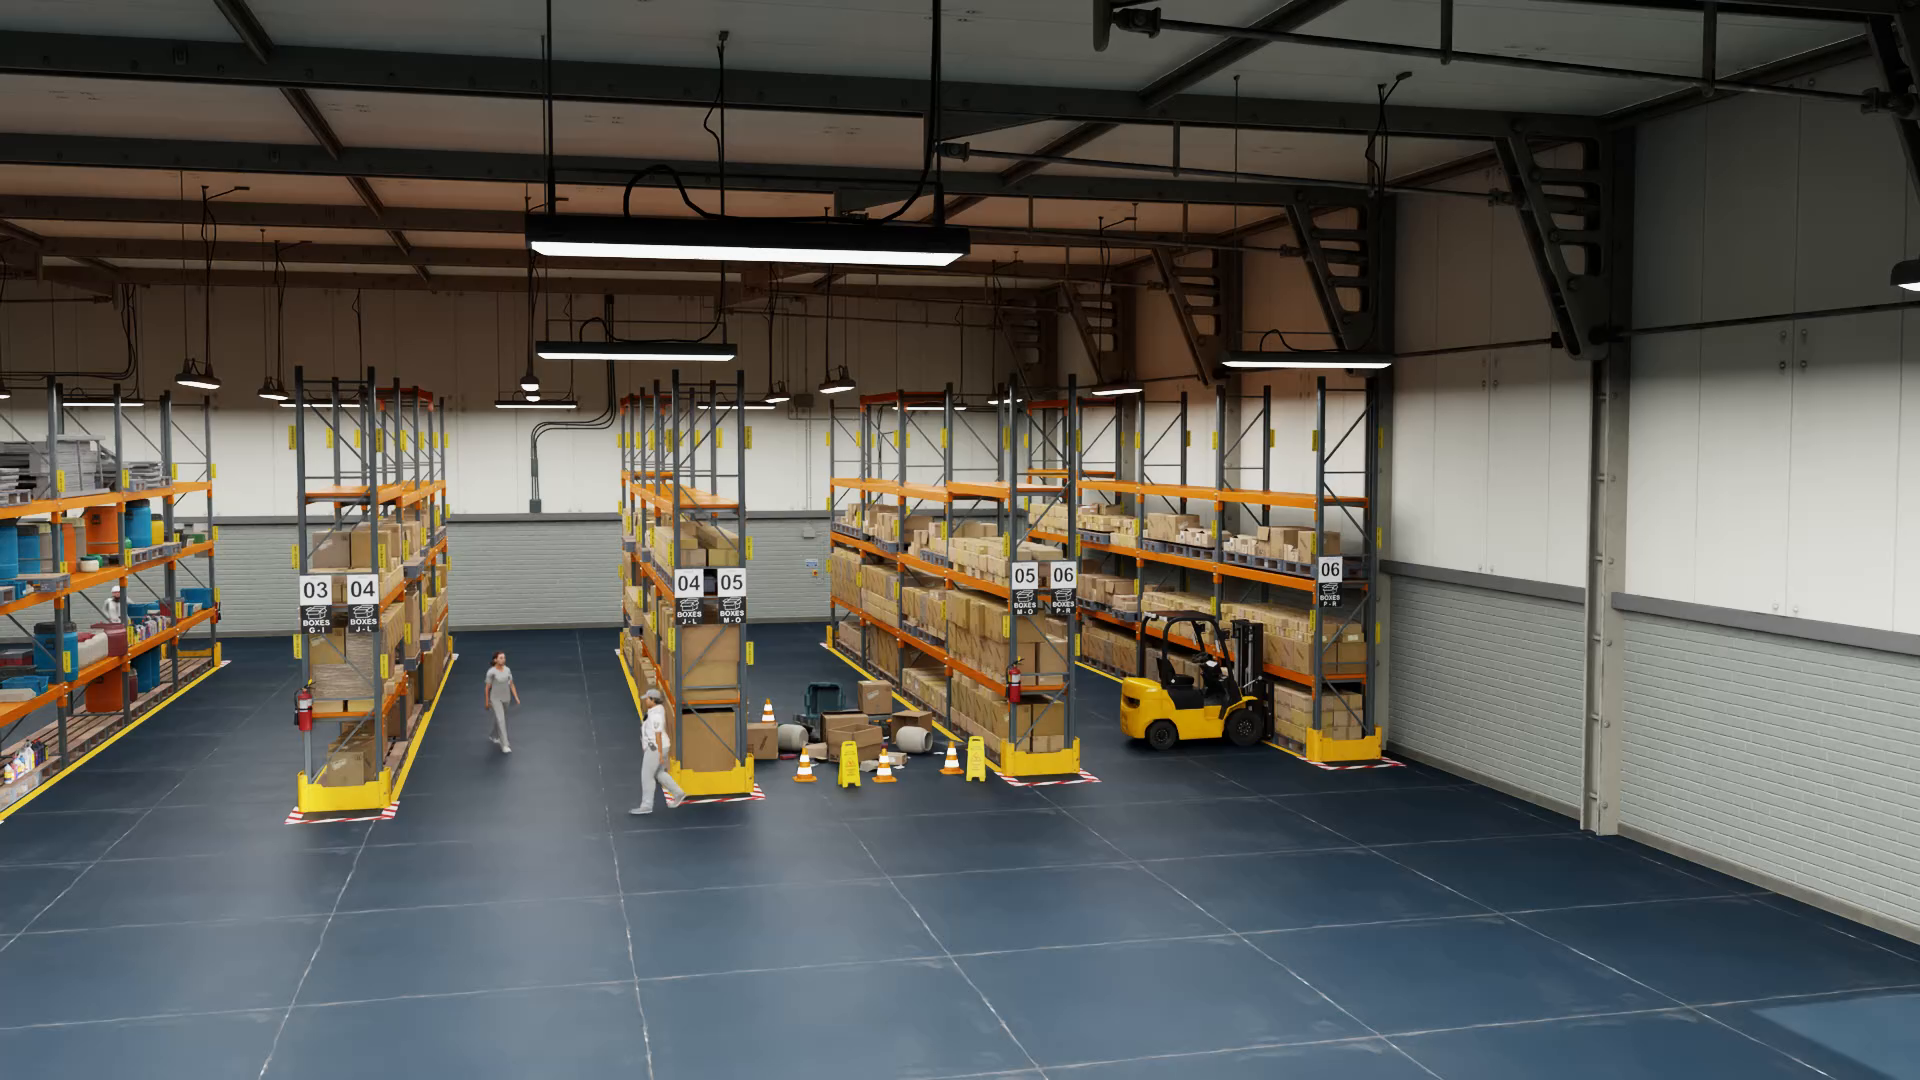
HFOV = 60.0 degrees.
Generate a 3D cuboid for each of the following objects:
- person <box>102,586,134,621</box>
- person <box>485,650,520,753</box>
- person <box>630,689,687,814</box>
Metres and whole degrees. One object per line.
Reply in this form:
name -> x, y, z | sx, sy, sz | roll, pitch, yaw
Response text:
person -> -19.368, 1.877, 38.316 | 0.618, 1.681, 0.723 | 0, 3, -5
person -> -7.413, 2.578, 26.813 | 0.508, 1.609, 1.099 | -3, 4, -39
person -> -4.067, 2.831, 22.426 | 0.734, 1.653, 0.462 | 0, 3, -4
